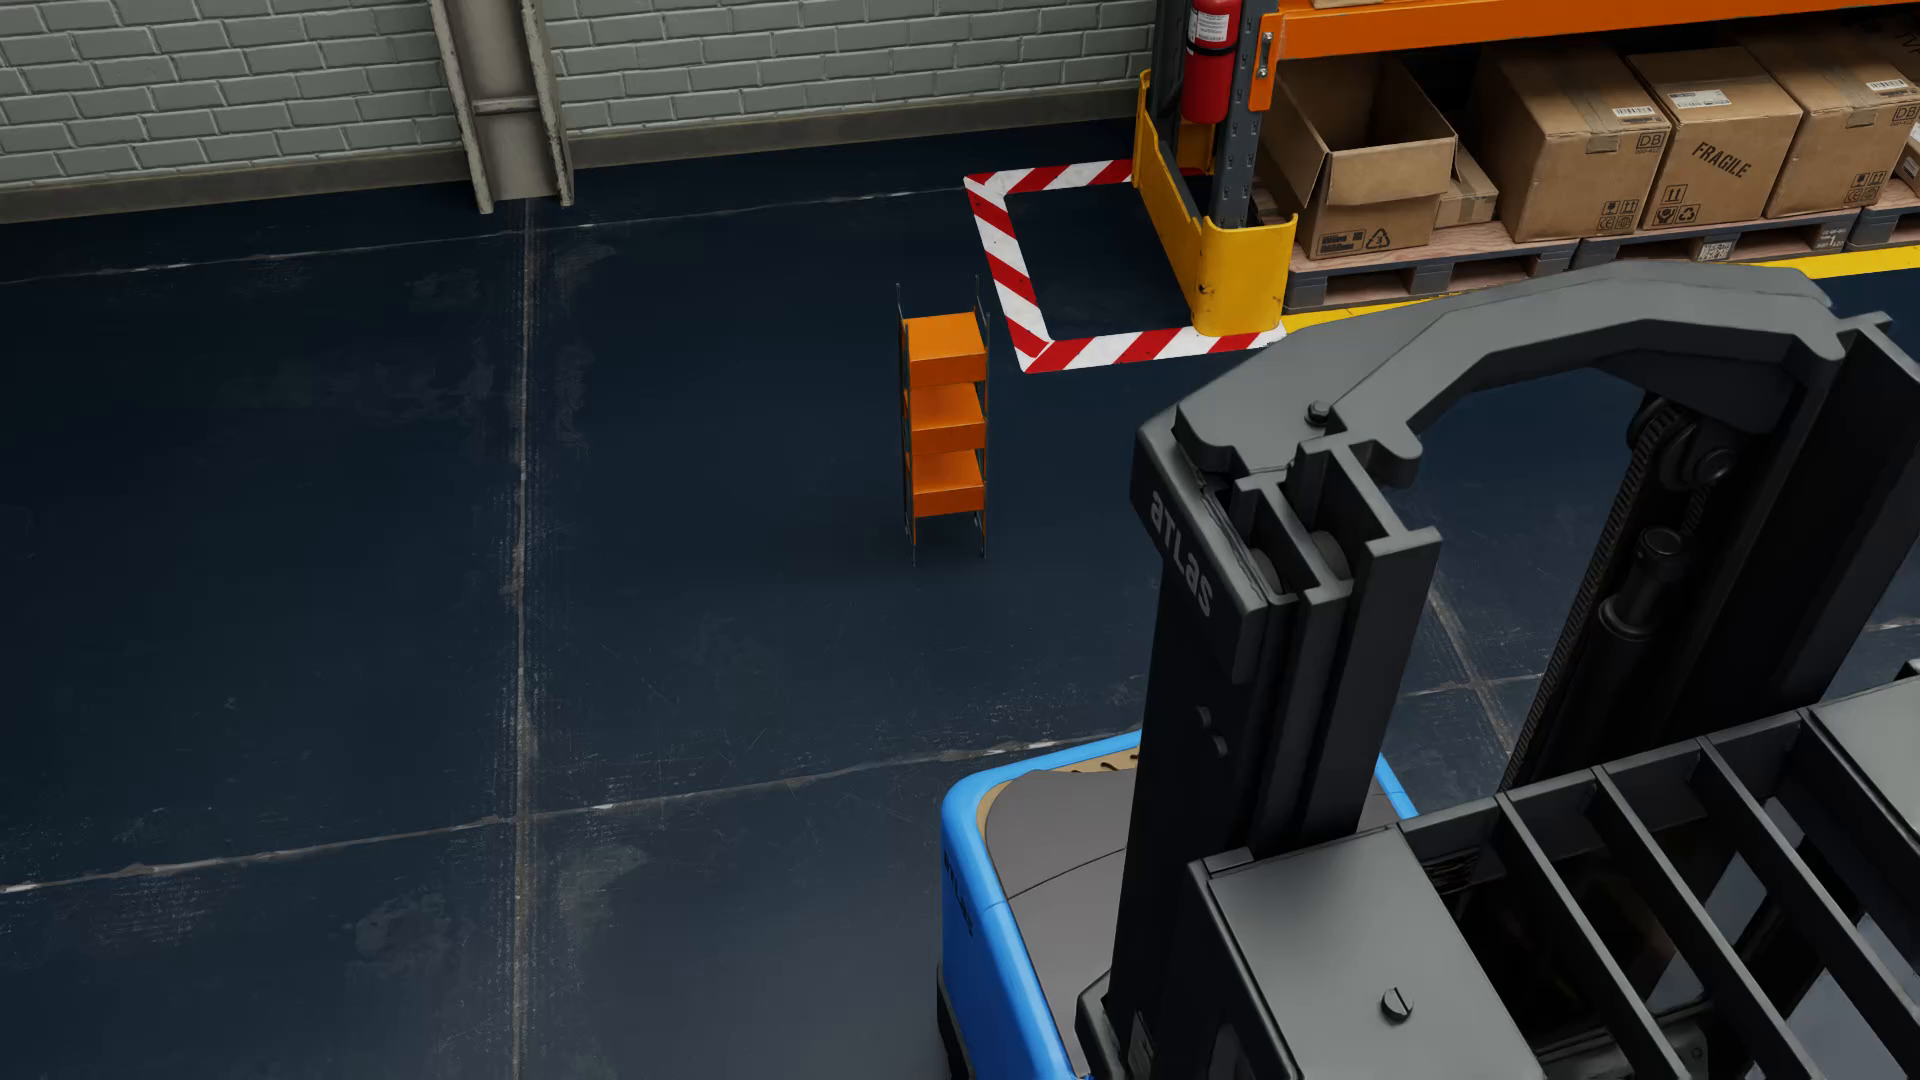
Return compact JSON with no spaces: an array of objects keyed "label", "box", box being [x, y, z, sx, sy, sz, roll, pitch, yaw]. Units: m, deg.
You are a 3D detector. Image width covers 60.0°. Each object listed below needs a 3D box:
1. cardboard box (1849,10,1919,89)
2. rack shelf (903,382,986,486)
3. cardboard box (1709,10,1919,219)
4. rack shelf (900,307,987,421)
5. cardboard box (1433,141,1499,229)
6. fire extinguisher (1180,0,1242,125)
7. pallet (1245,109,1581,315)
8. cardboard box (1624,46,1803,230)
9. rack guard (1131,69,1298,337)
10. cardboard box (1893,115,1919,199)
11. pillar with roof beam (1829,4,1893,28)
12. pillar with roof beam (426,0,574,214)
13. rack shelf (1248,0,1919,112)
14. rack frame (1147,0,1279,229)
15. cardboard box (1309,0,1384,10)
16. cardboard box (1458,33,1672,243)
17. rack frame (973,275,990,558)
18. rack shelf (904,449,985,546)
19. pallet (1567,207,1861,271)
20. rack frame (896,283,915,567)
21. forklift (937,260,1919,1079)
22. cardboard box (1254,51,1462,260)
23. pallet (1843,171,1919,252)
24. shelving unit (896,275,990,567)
[{"label":"cardboard box","box":[4.182,-2.045,7.213,0.500,0.311,0.500,-6,46,-5]},{"label":"rack shelf","box":[-0.053,-0.350,5.373,0.240,0.259,0.215,-7,46,-7]},{"label":"cardboard box","box":[3.422,-1.746,6.793,0.500,0.500,0.700,-9,47,-8]},{"label":"rack shelf","box":[-0.053,-0.547,5.169,0.240,0.259,0.215,-7,46,-7]},{"label":"cardboard box","box":[1.976,-1.444,6.746,0.250,0.149,0.380,-9,47,-8]},{"label":"fire extinguisher","box":[0.865,-1.752,5.668,0.183,0.674,0.296,-7,46,-7]},{"label":"pallet","box":[1.792,-1.395,6.948,1.213,0.211,1.003,-7,46,-7]},{"label":"cardboard box","box":[2.937,-1.612,6.665,0.500,0.500,0.500,-6,46,-6]},{"label":"rack guard","box":[1.006,-1.397,6.749,0.348,0.500,1.175,-7,46,-7]},{"label":"cardboard box","box":[4.022,-1.622,6.837,0.258,0.266,0.396,-6,46,-5]},{"label":"pillar with roof beam","box":[4.767,-2.327,1.743,0.400,9.000,9.100,-7,46,-7]},{"label":"pillar with roof beam","box":[-1.145,-1.590,1.033,0.400,9.000,9.100,-7,46,-7]},{"label":"rack shelf","box":[2.902,-2.251,6.335,4.000,0.370,1.077,-7,46,-7]},{"label":"rack frame","box":[0.931,-2.255,5.839,0.127,3.000,1.000,-7,46,-7]},{"label":"cardboard box","box":[1.302,-2.013,5.781,0.250,0.149,0.380,-7,47,-7]},{"label":"cardboard box","box":[2.399,-1.618,6.670,0.500,0.500,0.700,-5,46,-5]},{"label":"rack frame","box":[0.067,-0.373,5.380,0.008,1.050,0.200,-7,46,-7]},{"label":"rack shelf","box":[-0.053,-0.158,5.573,0.240,0.259,0.215,-7,46,-7]},{"label":"pallet","box":[2.991,-1.542,7.090,1.213,0.211,1.003,-7,46,-7]},{"label":"rack frame","box":[-0.173,-0.343,5.351,0.008,1.050,0.200,-7,46,-7]},{"label":"forklift","box":[0.872,1.179,2.578,1.130,2.935,3.031,-13,47,-12]},{"label":"cardboard box","box":[1.550,-1.542,6.595,0.637,0.503,0.797,-9,47,-8]},{"label":"pallet","box":[4.196,-1.695,7.236,1.213,0.211,1.003,-7,46,-7]},{"label":"shelving unit","box":[-0.053,-0.358,5.366,0.252,1.050,0.215,-7,46,-7]}]
